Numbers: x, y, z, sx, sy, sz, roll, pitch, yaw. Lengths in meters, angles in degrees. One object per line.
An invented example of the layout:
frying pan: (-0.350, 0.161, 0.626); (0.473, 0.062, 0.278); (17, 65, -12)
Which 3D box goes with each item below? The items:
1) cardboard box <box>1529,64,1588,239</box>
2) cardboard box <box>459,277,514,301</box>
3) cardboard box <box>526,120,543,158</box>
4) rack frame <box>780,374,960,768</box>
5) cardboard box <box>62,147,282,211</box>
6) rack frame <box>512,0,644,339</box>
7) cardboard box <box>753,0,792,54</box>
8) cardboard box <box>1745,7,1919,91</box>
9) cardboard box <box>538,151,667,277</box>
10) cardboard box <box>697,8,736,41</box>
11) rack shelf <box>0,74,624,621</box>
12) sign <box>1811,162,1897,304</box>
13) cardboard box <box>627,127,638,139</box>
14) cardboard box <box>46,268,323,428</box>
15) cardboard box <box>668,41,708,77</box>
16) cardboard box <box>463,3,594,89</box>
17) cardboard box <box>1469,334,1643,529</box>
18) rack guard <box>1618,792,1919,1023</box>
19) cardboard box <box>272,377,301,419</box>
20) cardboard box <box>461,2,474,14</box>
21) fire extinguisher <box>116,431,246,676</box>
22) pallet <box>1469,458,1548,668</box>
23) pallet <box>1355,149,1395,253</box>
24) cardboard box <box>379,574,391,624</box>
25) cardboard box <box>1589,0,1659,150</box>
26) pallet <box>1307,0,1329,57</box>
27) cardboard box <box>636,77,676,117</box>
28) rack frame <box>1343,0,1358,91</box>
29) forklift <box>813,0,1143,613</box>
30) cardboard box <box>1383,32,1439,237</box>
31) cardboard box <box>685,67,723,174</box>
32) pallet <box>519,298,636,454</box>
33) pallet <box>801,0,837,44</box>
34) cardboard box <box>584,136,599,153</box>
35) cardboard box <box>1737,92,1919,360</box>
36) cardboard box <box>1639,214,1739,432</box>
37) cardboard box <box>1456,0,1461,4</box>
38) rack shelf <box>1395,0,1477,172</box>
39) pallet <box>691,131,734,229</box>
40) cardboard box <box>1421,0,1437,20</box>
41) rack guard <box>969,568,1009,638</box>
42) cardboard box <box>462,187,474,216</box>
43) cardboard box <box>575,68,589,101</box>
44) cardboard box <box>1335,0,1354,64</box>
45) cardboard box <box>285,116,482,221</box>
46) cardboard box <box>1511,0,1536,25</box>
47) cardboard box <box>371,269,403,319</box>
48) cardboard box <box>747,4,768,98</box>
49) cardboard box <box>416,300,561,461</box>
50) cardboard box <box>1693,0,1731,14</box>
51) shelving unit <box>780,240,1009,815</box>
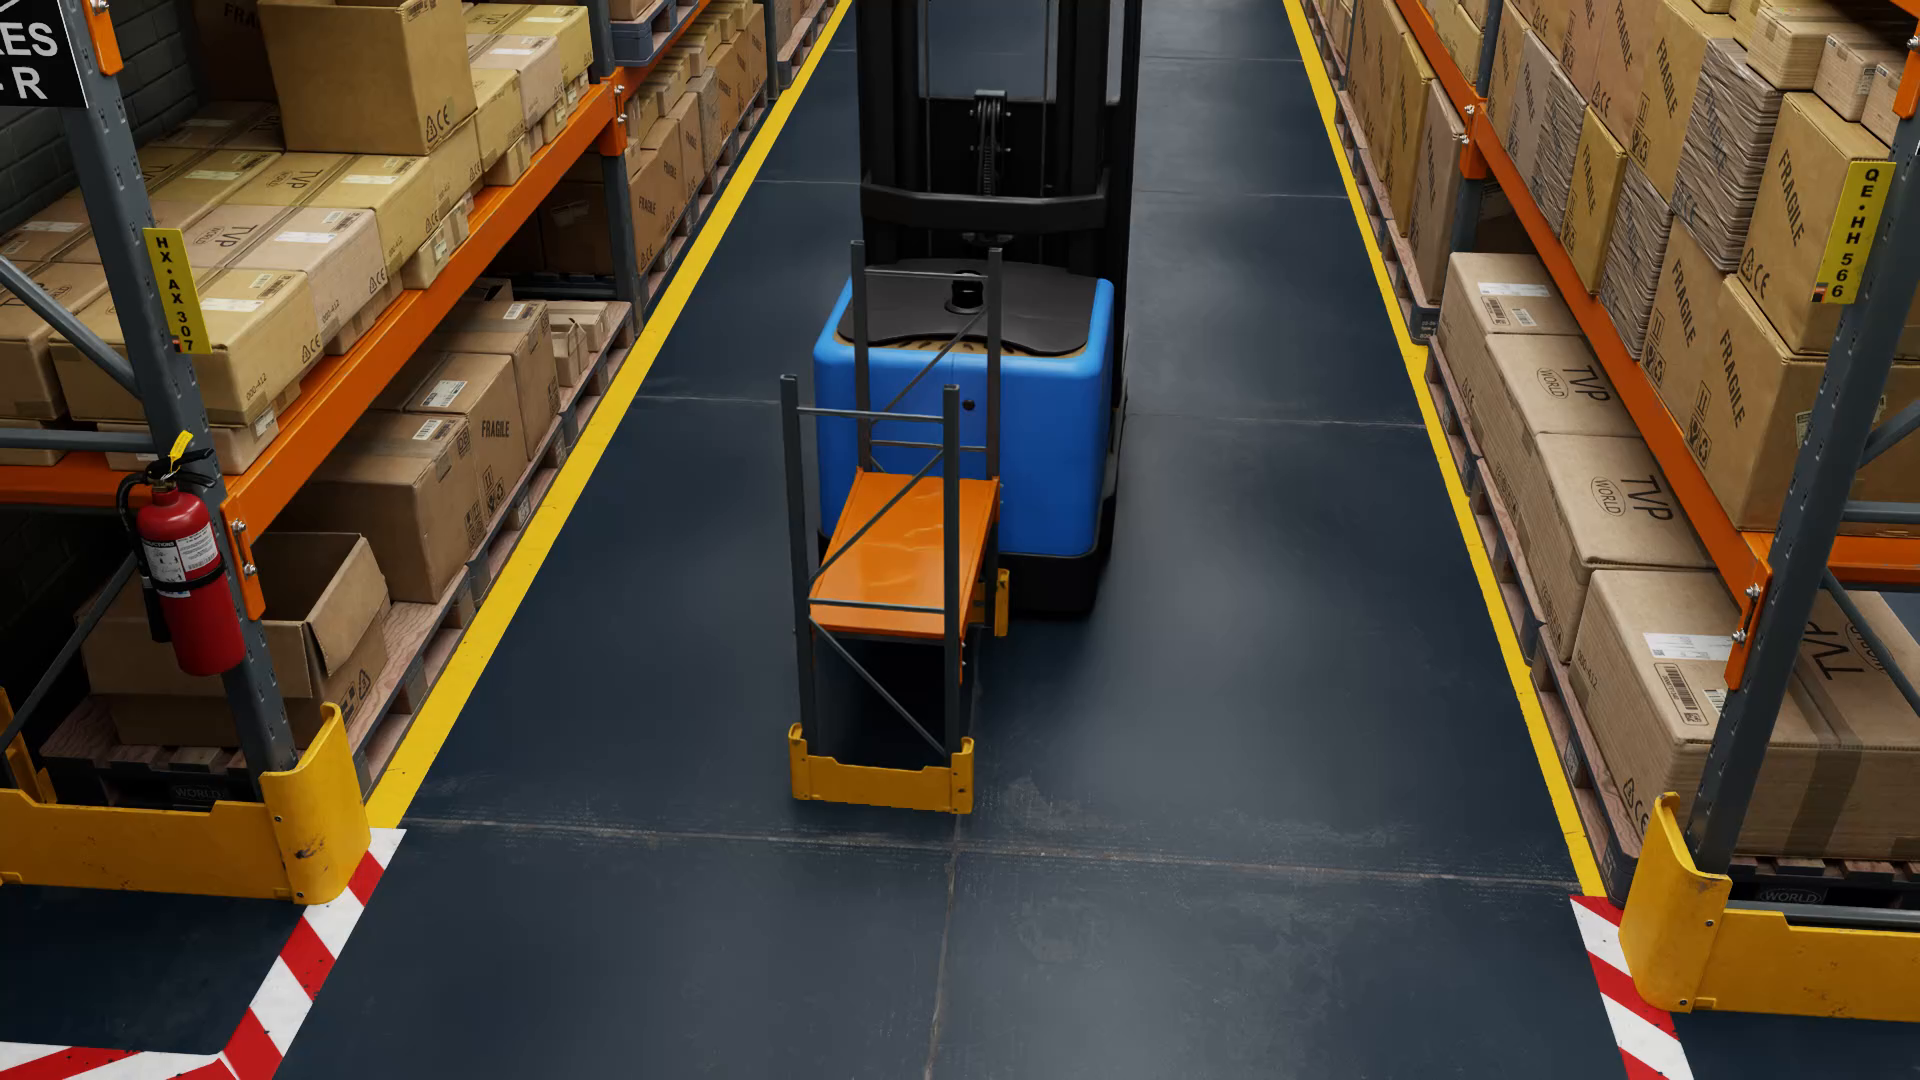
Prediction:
cardboard box: (2.437, -1.424, 6.106); (0.500, 0.500, 0.500); (3, 32, 4)
cardboard box: (-2.409, -1.047, 7.752); (0.500, 0.311, 0.500); (4, 32, 6)
cardboard box: (-1.939, -1.654, 6.814); (0.380, 0.149, 0.250); (3, 32, 5)
rack frame: (-0.251, 0.201, 4.994); (0.500, 1.500, 0.032); (4, 32, 7)
cardboard box: (-2.584, -1.100, 5.535); (0.500, 0.250, 0.500); (3, 32, 6)
rack frame: (-2.119, -2.348, 7.701); (1.000, 3.000, 0.127); (2, 32, 4)
cardboard box: (-1.729, -3.933, 12.136); (0.875, 0.625, 0.625); (3, 32, 6)
cardboard box: (2.266, -1.259, 4.268); (0.380, 0.149, 0.250); (2, 32, 4)
cardboard box: (-1.856, -1.706, 8.642); (0.500, 0.500, 0.500); (4, 32, 6)
cardboard box: (-1.638, -3.282, 10.580); (0.380, 0.149, 0.250); (1, 32, 2)
rack shelf: (-2.282, -0.996, 6.193); (1.077, 0.370, 4.000); (2, 32, 4)
sign: (1.963, -0.671, 3.650); (0.100, 0.325, 0.005); (2, 32, 4)
cardboard box: (-1.880, -2.063, 8.603); (0.380, 0.149, 0.250); (2, 32, 3)
cardboard box: (-2.140, -0.545, 4.635); (0.500, 0.250, 0.500); (3, 32, 4)
cardboard box: (-1.717, -2.869, 9.911); (0.380, 0.149, 0.250); (1, 32, 2)
cardboard box: (-1.918, -2.134, 7.214); (0.500, 0.250, 0.500); (3, 32, 5)
cardboard box: (2.598, -0.434, 6.638); (0.875, 0.438, 0.875); (2, 32, 3)
rack guard: (2.500, 1.030, 4.602); (1.175, 0.500, 0.348); (2, 32, 4)
cardboard box: (-2.170, -0.445, 4.852); (0.380, 0.149, 0.250); (3, 32, 5)
cardboard box: (-2.429, -2.164, 7.261); (0.500, 0.250, 0.500); (2, 32, 3)
fire extinguisher: (-1.996, 0.032, 4.269); (0.296, 0.674, 0.183); (2, 32, 4)
pallet: (2.591, 0.083, 6.414); (1.003, 0.211, 1.213); (2, 32, 4)
pallet: (2.913, -1.997, 9.790); (1.003, 0.211, 1.213); (2, 32, 4)
cardboard box: (-2.227, 0.242, 5.815); (0.380, 0.149, 0.250); (1, 32, 2)
cardboard box: (2.404, -1.573, 5.395); (0.500, 0.500, 0.500); (2, 32, 4)
pallet: (3.321, -4.087, 13.181); (1.003, 0.211, 1.213); (2, 32, 4)
cardboard box: (-1.804, -2.471, 9.265); (0.380, 0.149, 0.250); (2, 32, 4)
rack frame: (3.154, -4.230, 10.754); (1.000, 3.000, 0.127); (2, 32, 4)
forklift: (0.180, -1.734, 6.770); (1.130, 2.935, 3.031); (4, 32, 7)
cardboard box: (2.865, -2.213, 9.106); (0.875, 0.875, 0.875); (3, 32, 5)
cardboard box: (-1.729, -2.517, 9.957); (0.500, 0.500, 0.500); (1, 32, 2)
pallet: (-2.176, -0.802, 7.850); (1.003, 0.211, 1.213); (2, 32, 4)
pallet: (-1.586, -4.318, 13.555); (1.003, 0.211, 1.213); (2, 32, 4)
cardboard box: (-1.885, -2.044, 8.289); (0.380, 0.149, 0.250); (2, 32, 3)
cardboard box: (2.304, -0.777, 4.103); (0.500, 0.500, 0.500); (3, 32, 6)
cardboard box: (2.334, -0.614, 4.793); (0.500, 0.500, 0.500); (2, 32, 3)
cardboard box: (2.655, -2.790, 8.084); (0.500, 0.250, 0.500); (3, 32, 5)
rack shelf: (2.991, -2.878, 9.246); (1.077, 0.370, 4.000); (2, 32, 4)
pallet: (-1.994, -2.228, 10.164); (1.003, 0.211, 1.213); (2, 32, 4)
cardboard box: (2.716, -2.849, 8.657); (0.500, 0.250, 0.500); (2, 32, 3)
rack guard: (-0.114, 0.215, 6.163); (0.587, 0.250, 0.087); (4, 32, 7)
cardboard box: (-2.037, -1.258, 6.171); (0.380, 0.149, 0.250); (2, 32, 4)
cardboard box: (-1.894, -2.064, 7.479); (0.380, 0.149, 0.250); (3, 32, 5)
cardboard box: (3.210, -3.585, 11.812); (0.950, 0.372, 0.625); (0, 32, 1)
cardboard box: (-2.040, -1.342, 5.928); (0.500, 0.250, 0.500); (2, 32, 3)
cardboard box: (2.548, -2.368, 6.685); (0.500, 0.500, 0.500); (3, 32, 4)
cardboard box: (-2.086, -0.852, 5.514); (0.380, 0.149, 0.250); (3, 32, 5)
cardboard box: (-1.614, -3.324, 11.267); (0.500, 0.500, 0.500); (3, 32, 5)
cardboard box: (-2.108, -0.675, 6.969); (0.700, 0.500, 0.500); (1, 32, 2)
cardboard box: (2.381, -1.657, 4.913); (0.380, 0.149, 0.250); (3, 32, 5)
shelving unit: (-0.182, -0.058, 5.415); (0.587, 1.500, 1.083); (4, 32, 7)
